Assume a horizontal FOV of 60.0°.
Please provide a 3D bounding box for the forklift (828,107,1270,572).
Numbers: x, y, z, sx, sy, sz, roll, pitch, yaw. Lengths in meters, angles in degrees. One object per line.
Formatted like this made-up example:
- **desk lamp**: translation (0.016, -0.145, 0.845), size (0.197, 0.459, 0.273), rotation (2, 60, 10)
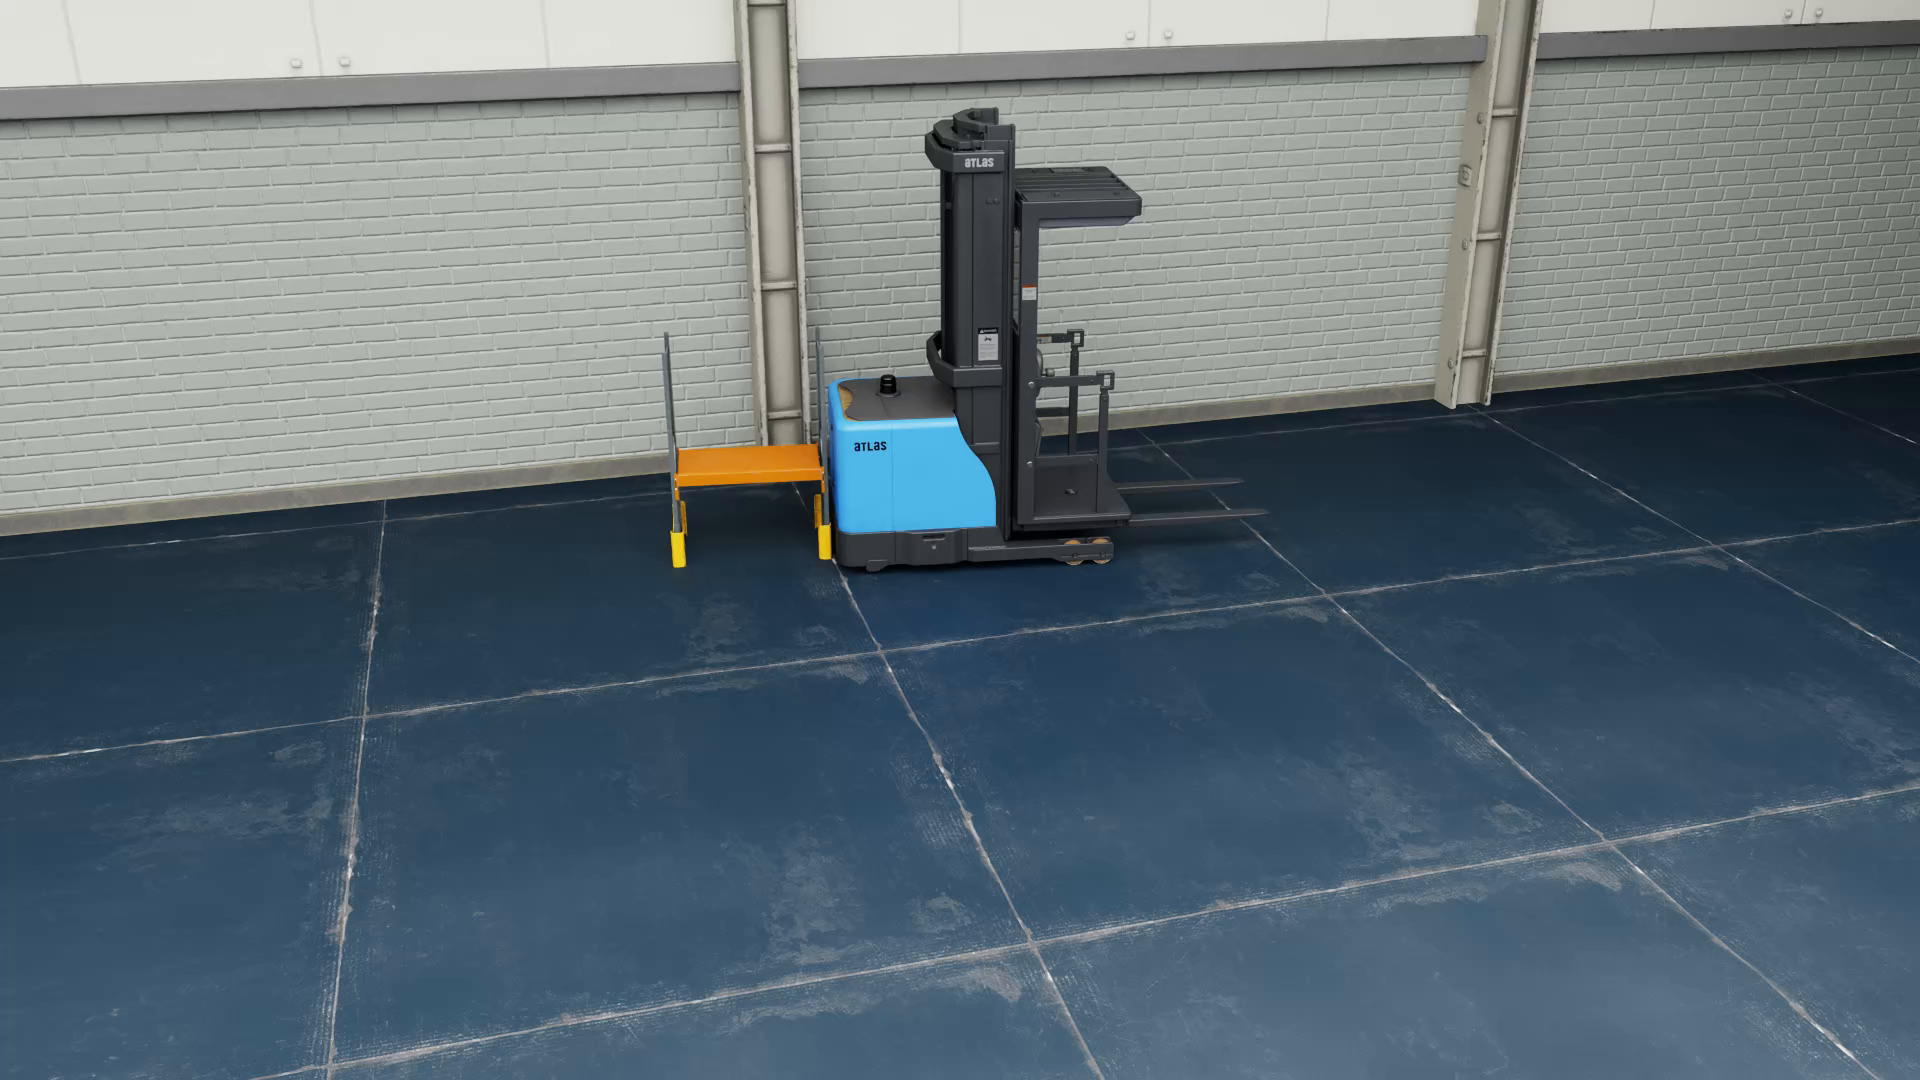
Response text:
- **forklift**: translation (0.621, -1.380, 11.249), size (3.031, 2.935, 1.130), rotation (-3, 23, -7)

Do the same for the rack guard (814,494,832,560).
- **rack guard**: translation (-0.962, -0.096, 11.657), size (0.087, 0.250, 0.587), rotation (-3, 23, -7)

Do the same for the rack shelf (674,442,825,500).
- **rack shelf**: translation (-1.446, -0.480, 11.422), size (1.000, 0.185, 0.538), rotation (-3, 23, -7)

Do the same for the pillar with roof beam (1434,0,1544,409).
- **pillar with roof beam**: translation (5.558, -3.718, 9.003), size (0.400, 9.000, 9.100), rotation (-6, 24, -14)

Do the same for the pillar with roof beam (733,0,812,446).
- **pillar with roof beam**: translation (-0.219, -3.079, 7.514), size (0.400, 9.000, 9.100), rotation (-6, 24, -14)

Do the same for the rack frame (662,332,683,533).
- **rack frame**: translation (-1.950, -0.619, 11.290), size (0.032, 1.500, 0.500), rotation (-3, 23, -7)

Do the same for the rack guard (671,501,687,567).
- **rack guard**: translation (-1.949, -0.044, 11.536), size (0.087, 0.250, 0.587), rotation (-3, 23, -7)

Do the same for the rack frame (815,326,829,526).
- **rack frame**: translation (-0.942, -0.672, 11.413), size (0.032, 1.500, 0.500), rotation (-3, 23, -7)

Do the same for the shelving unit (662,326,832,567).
- **shelving unit**: translation (-1.455, -0.645, 11.350), size (1.083, 1.500, 0.587), rotation (-3, 23, -7)
